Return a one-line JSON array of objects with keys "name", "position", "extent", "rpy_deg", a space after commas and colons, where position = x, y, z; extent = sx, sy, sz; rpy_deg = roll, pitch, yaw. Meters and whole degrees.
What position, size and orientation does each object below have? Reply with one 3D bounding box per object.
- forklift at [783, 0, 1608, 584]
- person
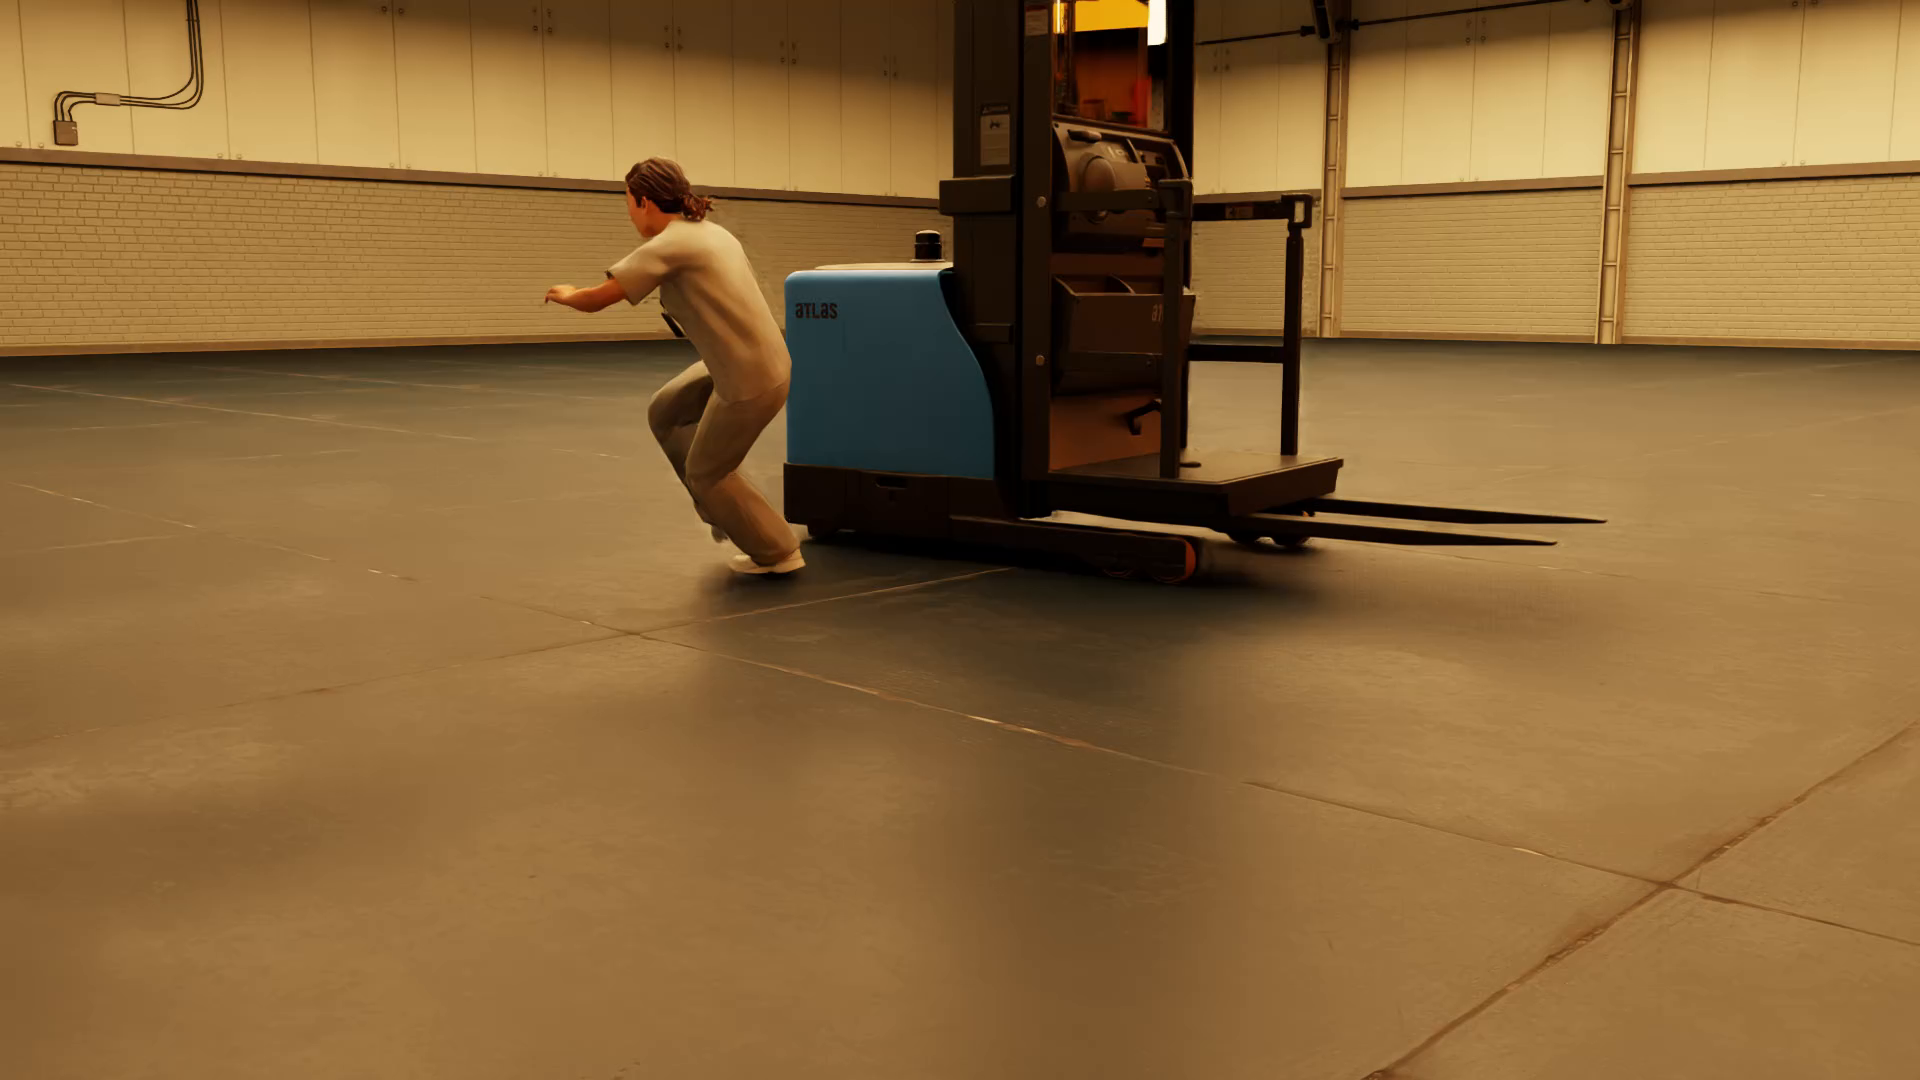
[{"name": "forklift", "position": [0.785, -1.388, 6.089], "extent": [3.031, 2.935, 1.130], "rpy_deg": [6, 10, 35]}, {"name": "person", "position": [-0.940, -0.551, 5.612], "extent": [0.812, 1.442, 0.869], "rpy_deg": [1, 9, 8]}]
